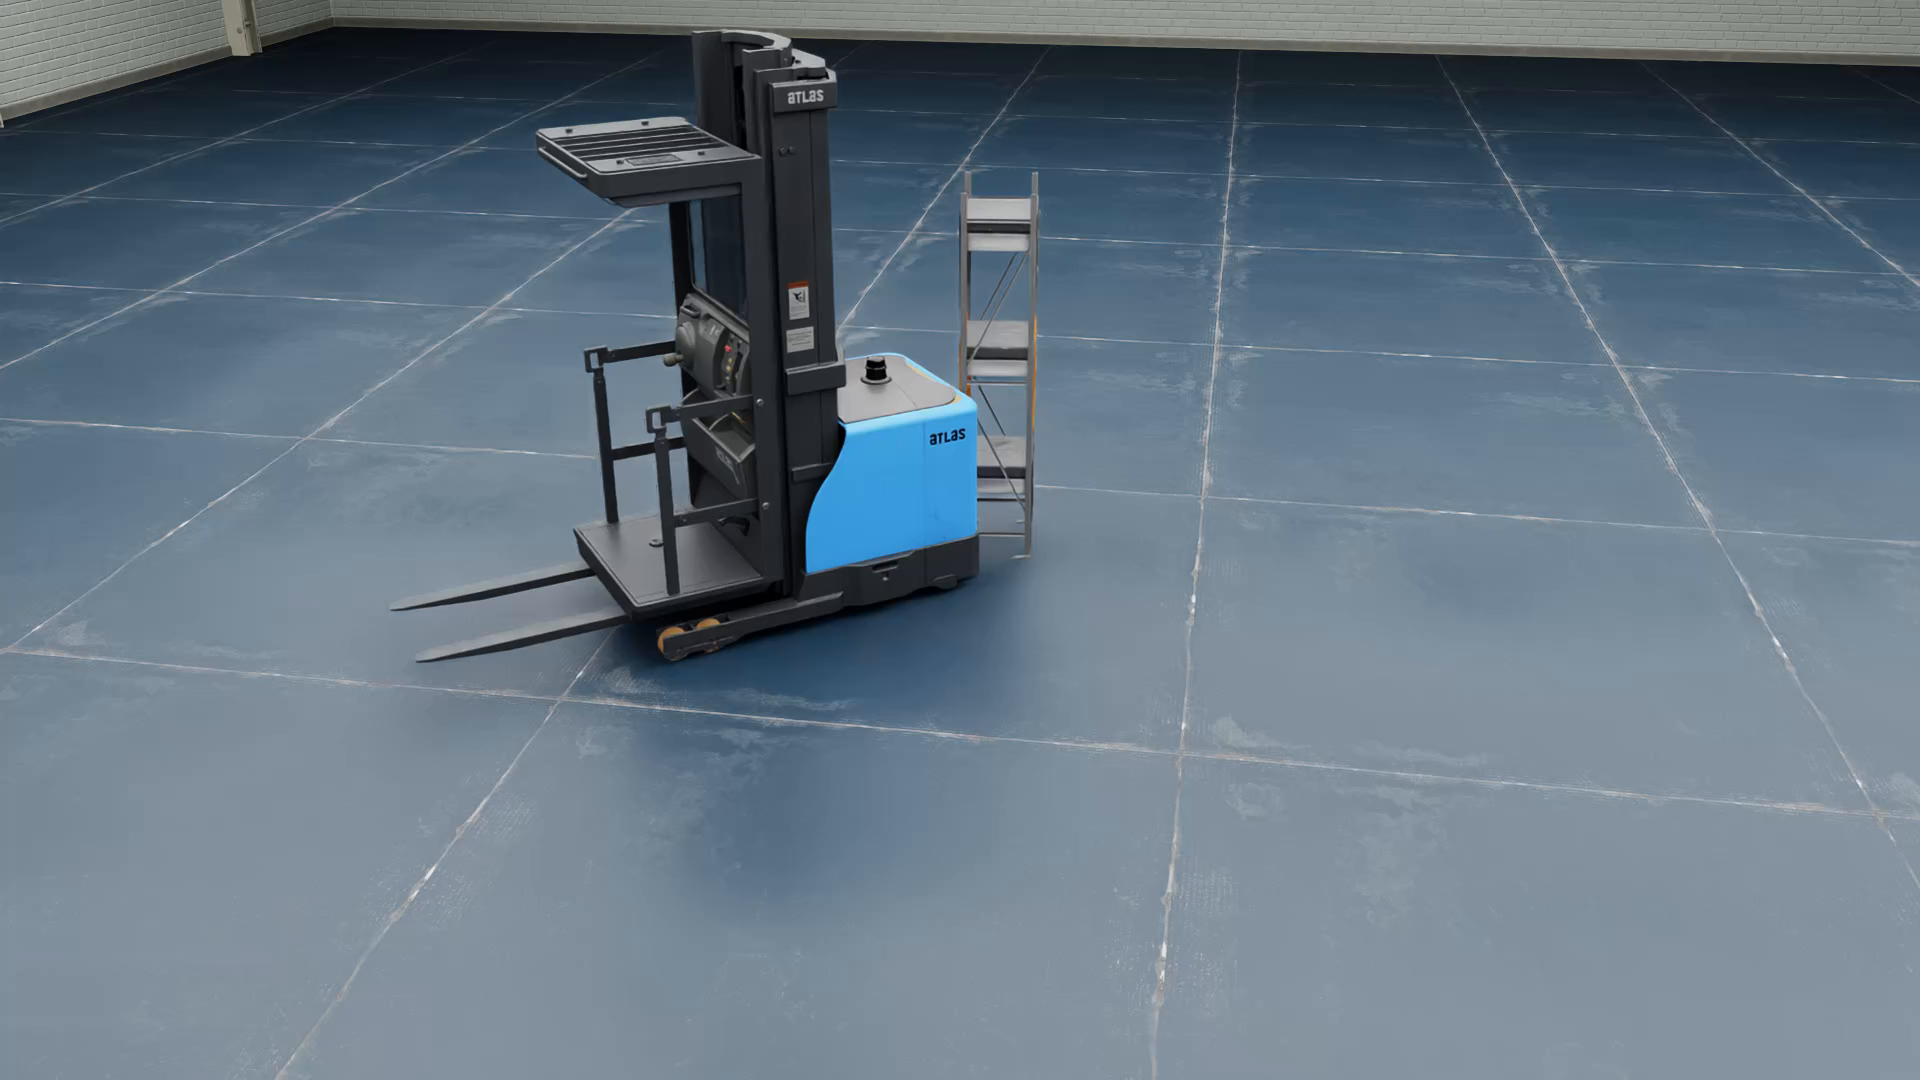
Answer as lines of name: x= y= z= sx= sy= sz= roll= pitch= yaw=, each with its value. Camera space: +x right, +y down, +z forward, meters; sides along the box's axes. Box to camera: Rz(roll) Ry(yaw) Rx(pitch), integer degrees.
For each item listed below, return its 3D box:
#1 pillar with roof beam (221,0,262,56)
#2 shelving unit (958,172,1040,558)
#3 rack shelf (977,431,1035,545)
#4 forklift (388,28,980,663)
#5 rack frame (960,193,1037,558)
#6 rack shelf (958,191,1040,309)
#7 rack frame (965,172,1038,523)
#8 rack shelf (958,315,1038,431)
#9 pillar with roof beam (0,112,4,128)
pillar with roof beam: x=-6.904 y=-11.381 z=23.450 sx=9.100 sy=9.000 sz=0.400 roll=4 pitch=25 yaw=9
shelving unit: x=0.214 y=-0.956 z=9.315 sx=0.431 sy=2.100 sz=0.503 roll=1 pitch=25 yaw=3
rack shelf: x=0.214 y=-0.309 z=9.618 sx=0.431 sy=0.518 sz=0.480 roll=1 pitch=25 yaw=3
forklift: x=-1.436 y=-0.971 z=8.367 sx=3.031 sy=2.935 sz=1.130 roll=-13 pitch=28 yaw=-25
rack frame: x=0.202 y=-0.852 z=9.094 sx=0.400 sy=2.100 sz=0.015 roll=1 pitch=25 yaw=3
rack shelf: x=0.214 y=-1.577 z=9.024 sx=0.431 sy=0.518 sz=0.480 roll=1 pitch=25 yaw=3
rack frame: x=0.227 y=-1.059 z=9.536 sx=0.400 sy=2.100 sz=0.015 roll=1 pitch=25 yaw=3
rack shelf: x=0.214 y=-0.943 z=9.321 sx=0.431 sy=0.518 sz=0.480 roll=1 pitch=25 yaw=3
pillar with roof beam: x=-7.884 y=-8.872 z=18.089 sx=9.100 sy=9.000 sz=0.400 roll=4 pitch=25 yaw=9
